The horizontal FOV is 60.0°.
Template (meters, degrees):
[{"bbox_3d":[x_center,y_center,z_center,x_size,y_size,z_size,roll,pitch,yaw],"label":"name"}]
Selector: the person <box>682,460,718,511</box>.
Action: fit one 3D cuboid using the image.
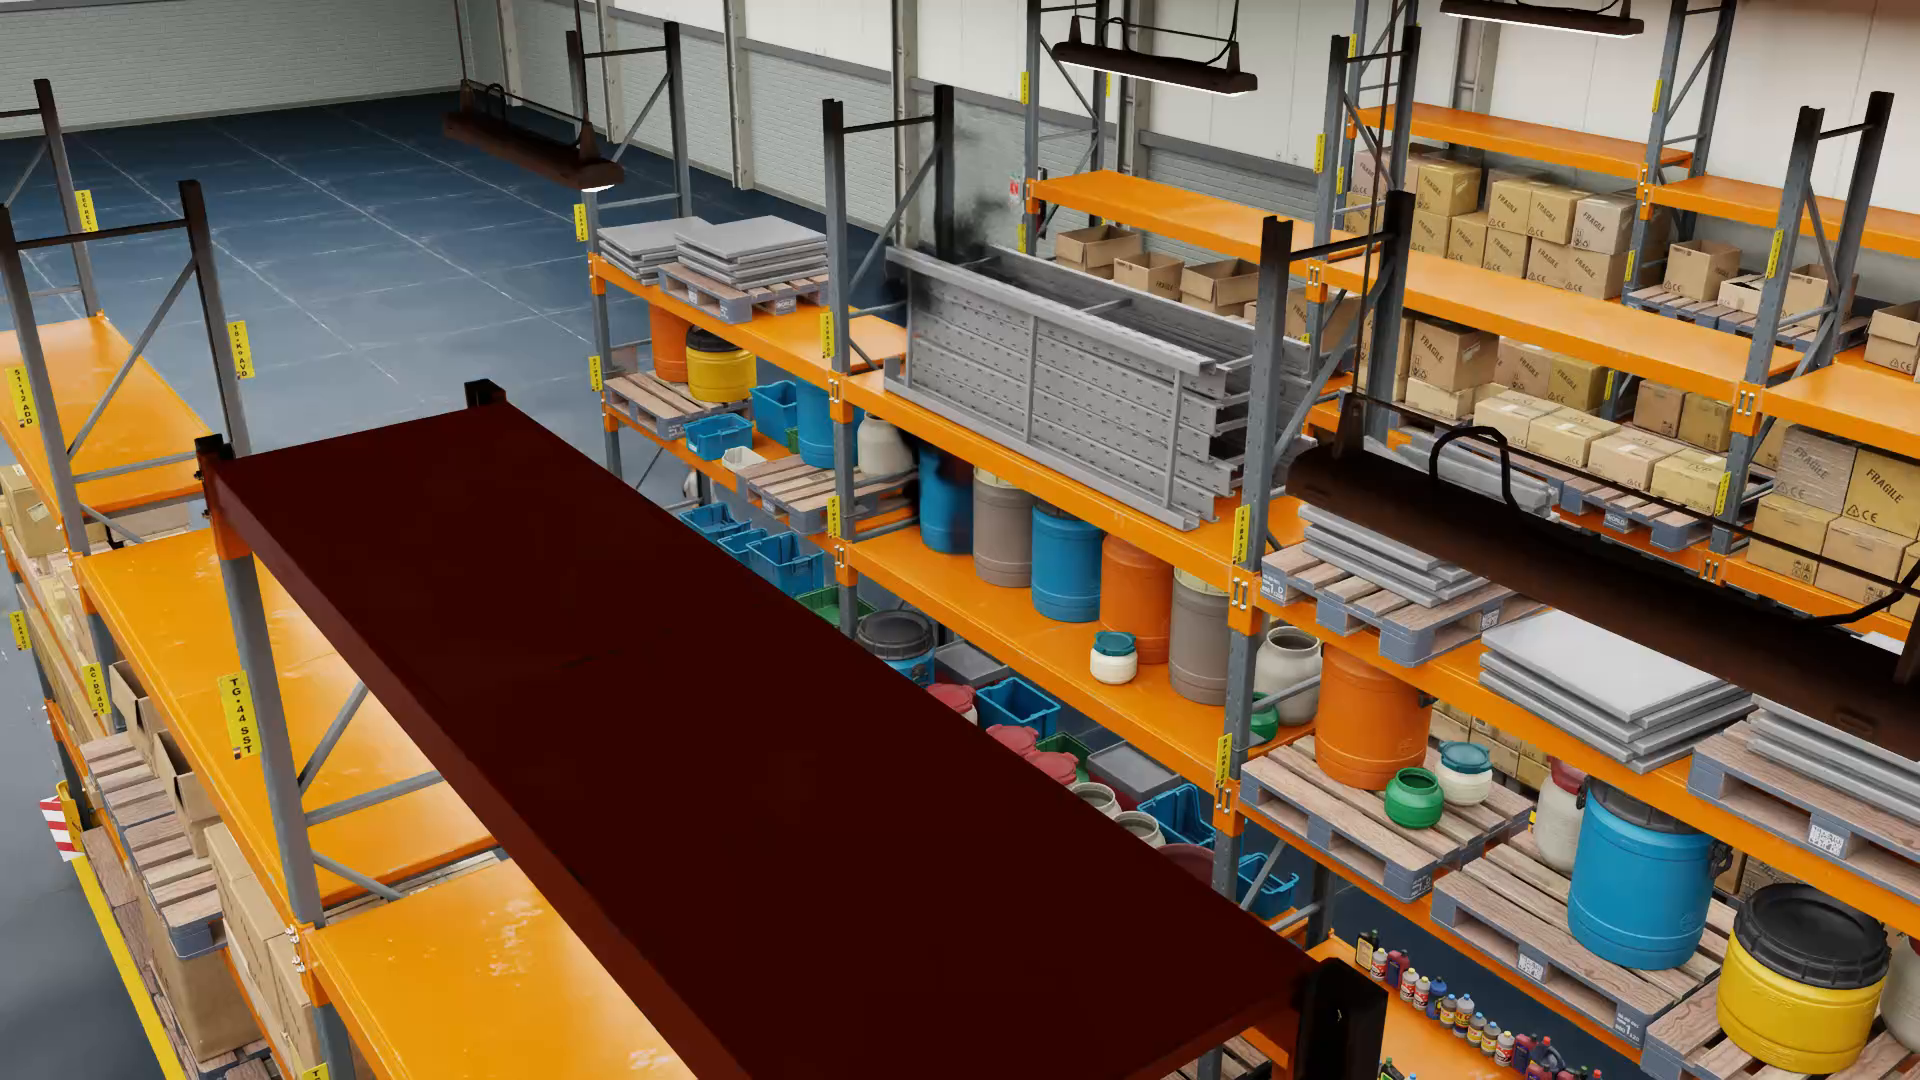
[{"bbox_3d":[-2.656,-0.279,17.704,0.760,1.596,0.626,9,26,18],"label":"person"}]
